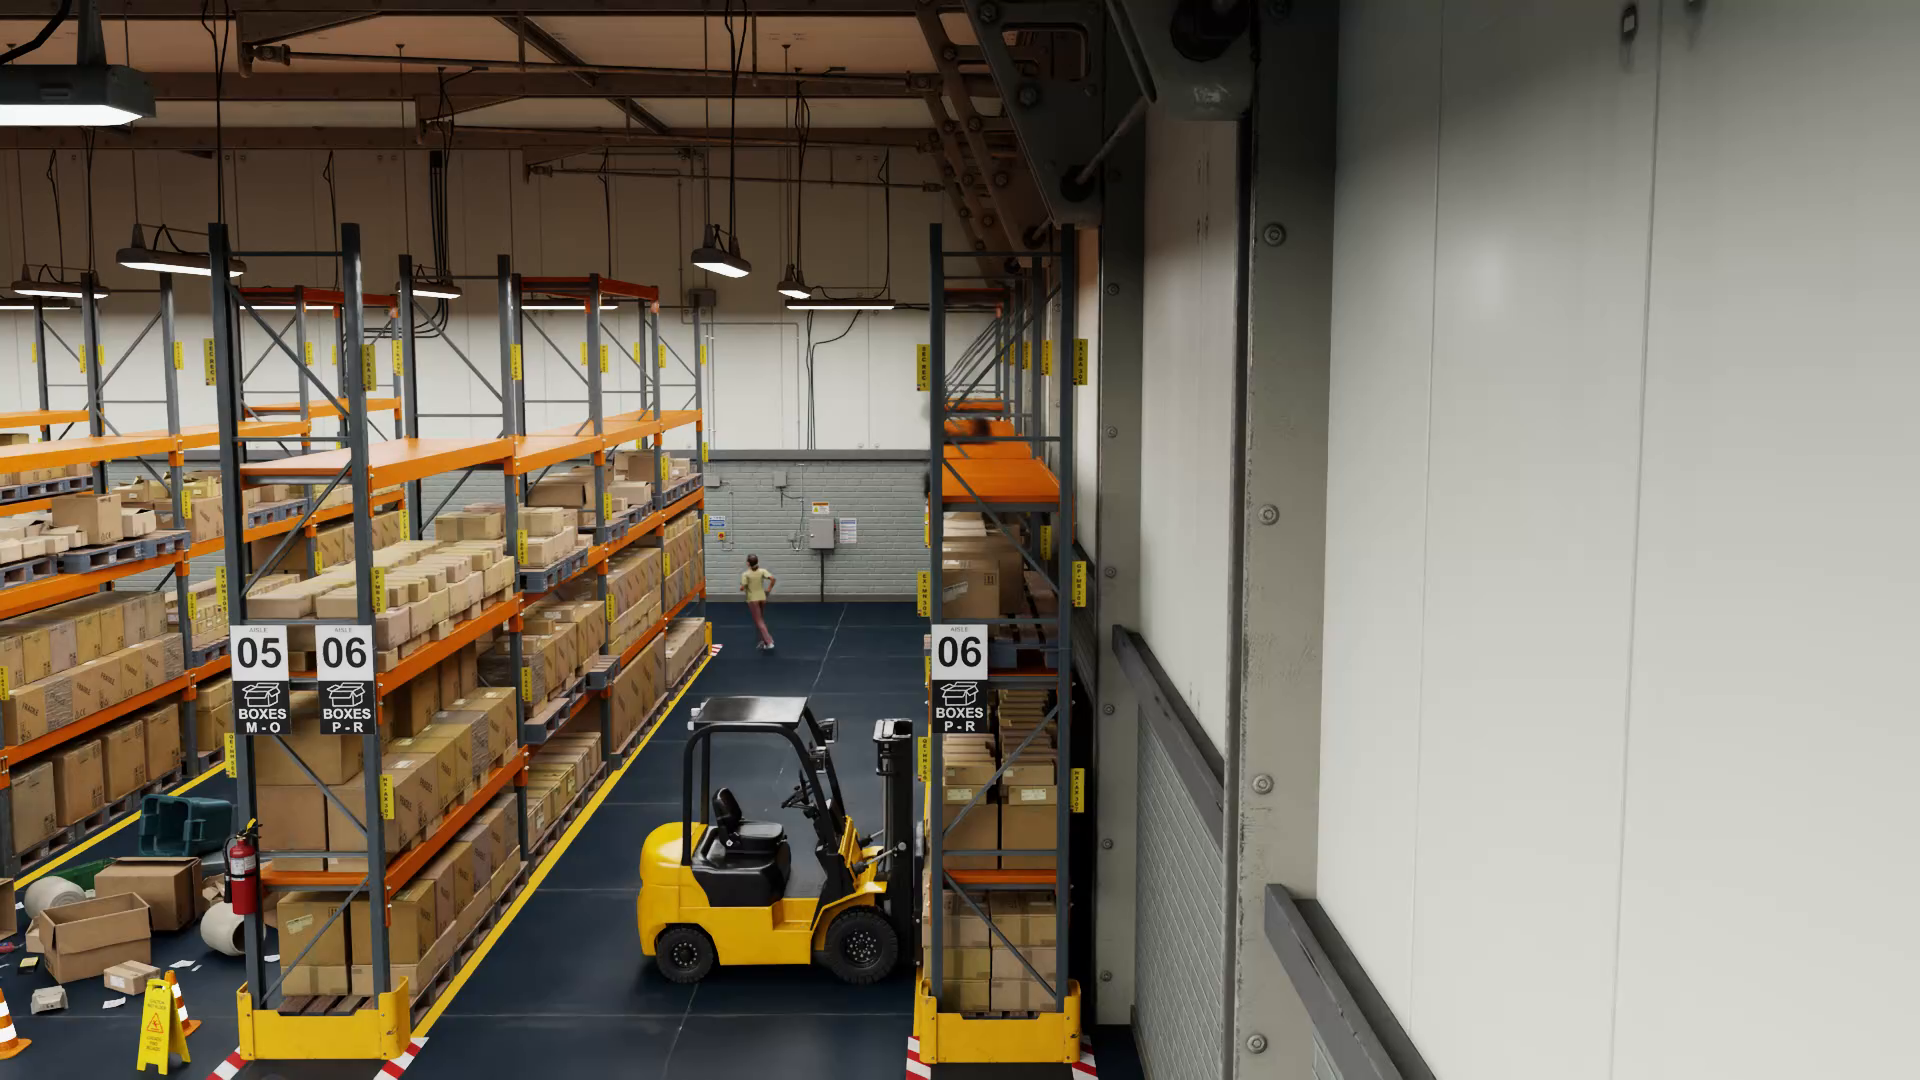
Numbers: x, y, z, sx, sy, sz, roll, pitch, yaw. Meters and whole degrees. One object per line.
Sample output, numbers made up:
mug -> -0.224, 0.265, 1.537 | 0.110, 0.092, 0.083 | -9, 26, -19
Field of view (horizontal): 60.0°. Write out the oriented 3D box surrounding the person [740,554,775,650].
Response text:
person -> -3.434, 1.091, 28.066 | 0.572, 1.713, 0.770 | -5, 8, -38
